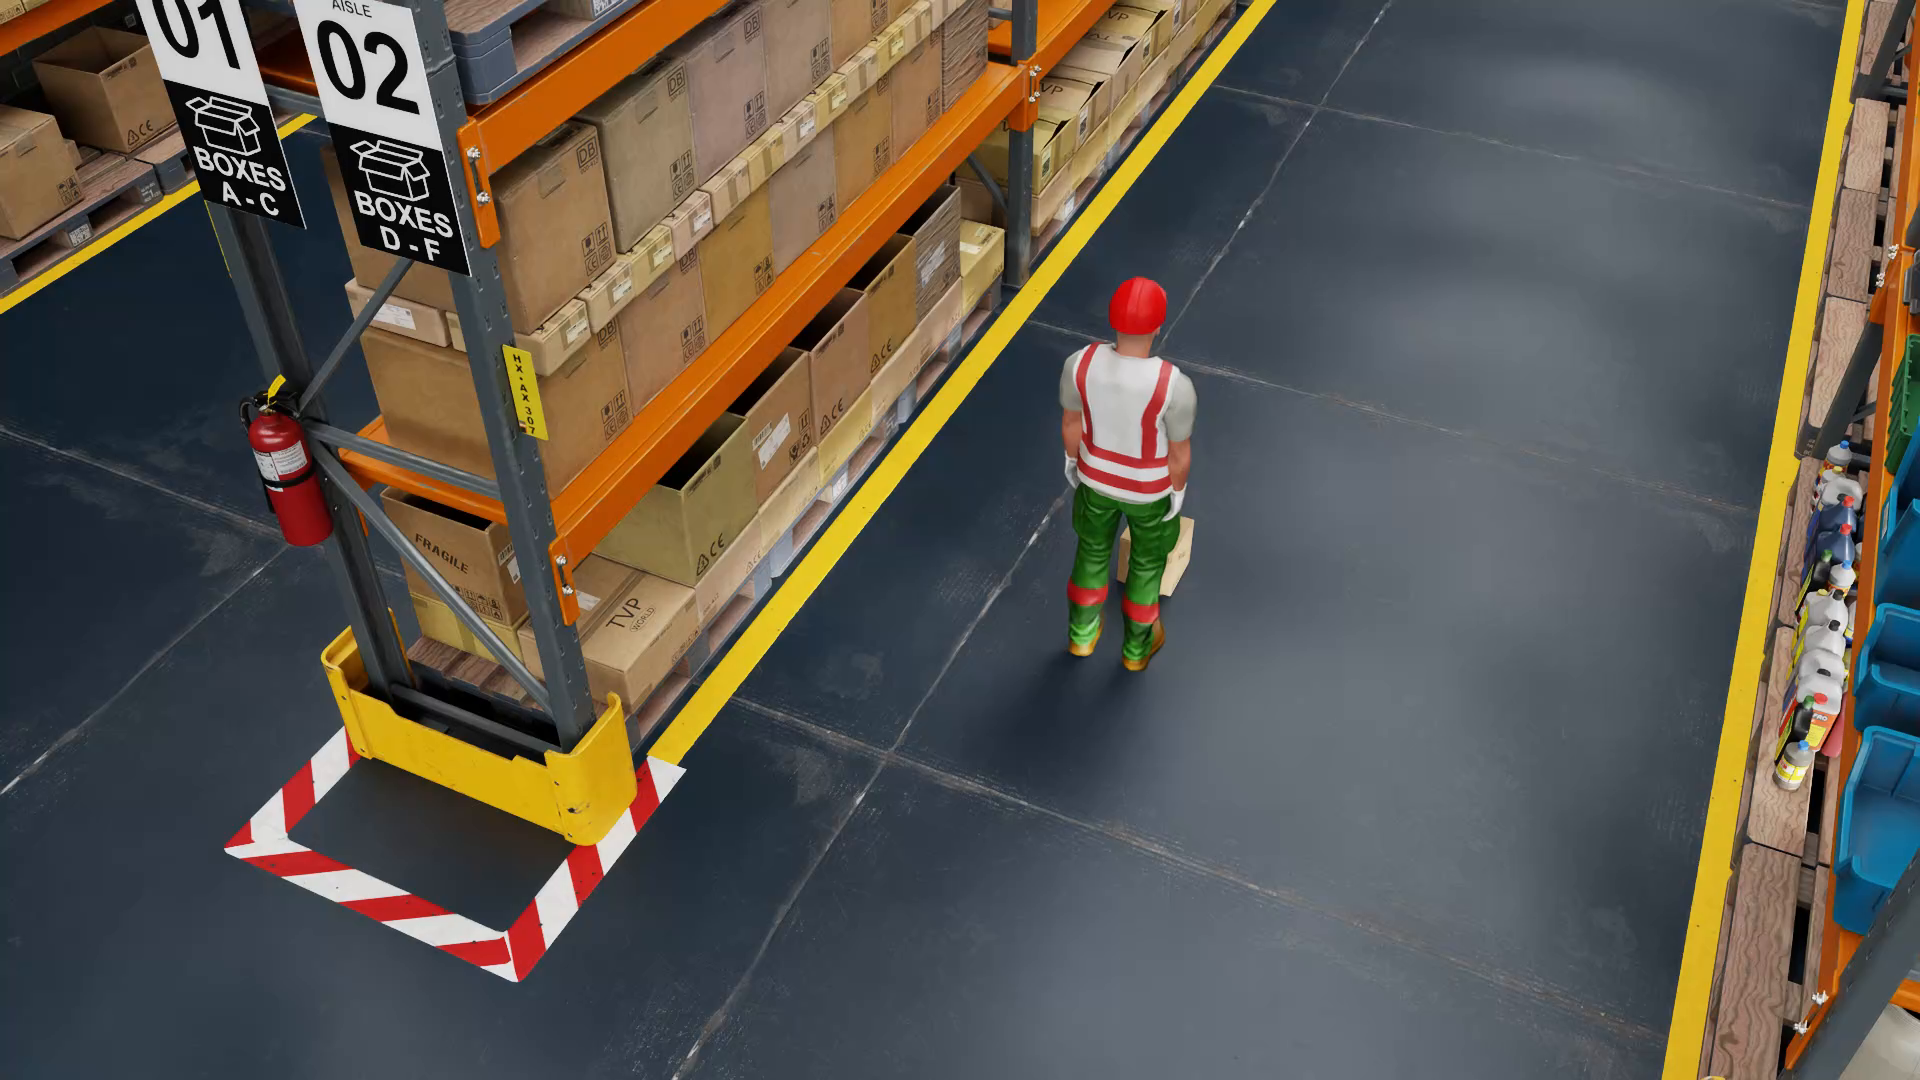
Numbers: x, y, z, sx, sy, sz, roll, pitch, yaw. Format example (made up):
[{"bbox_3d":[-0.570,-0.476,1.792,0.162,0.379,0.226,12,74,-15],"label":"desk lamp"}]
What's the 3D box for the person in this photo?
[{"bbox_3d":[0.637,-0.235,6.421,0.525,1.801,0.343,18,45,19],"label":"person"}]
